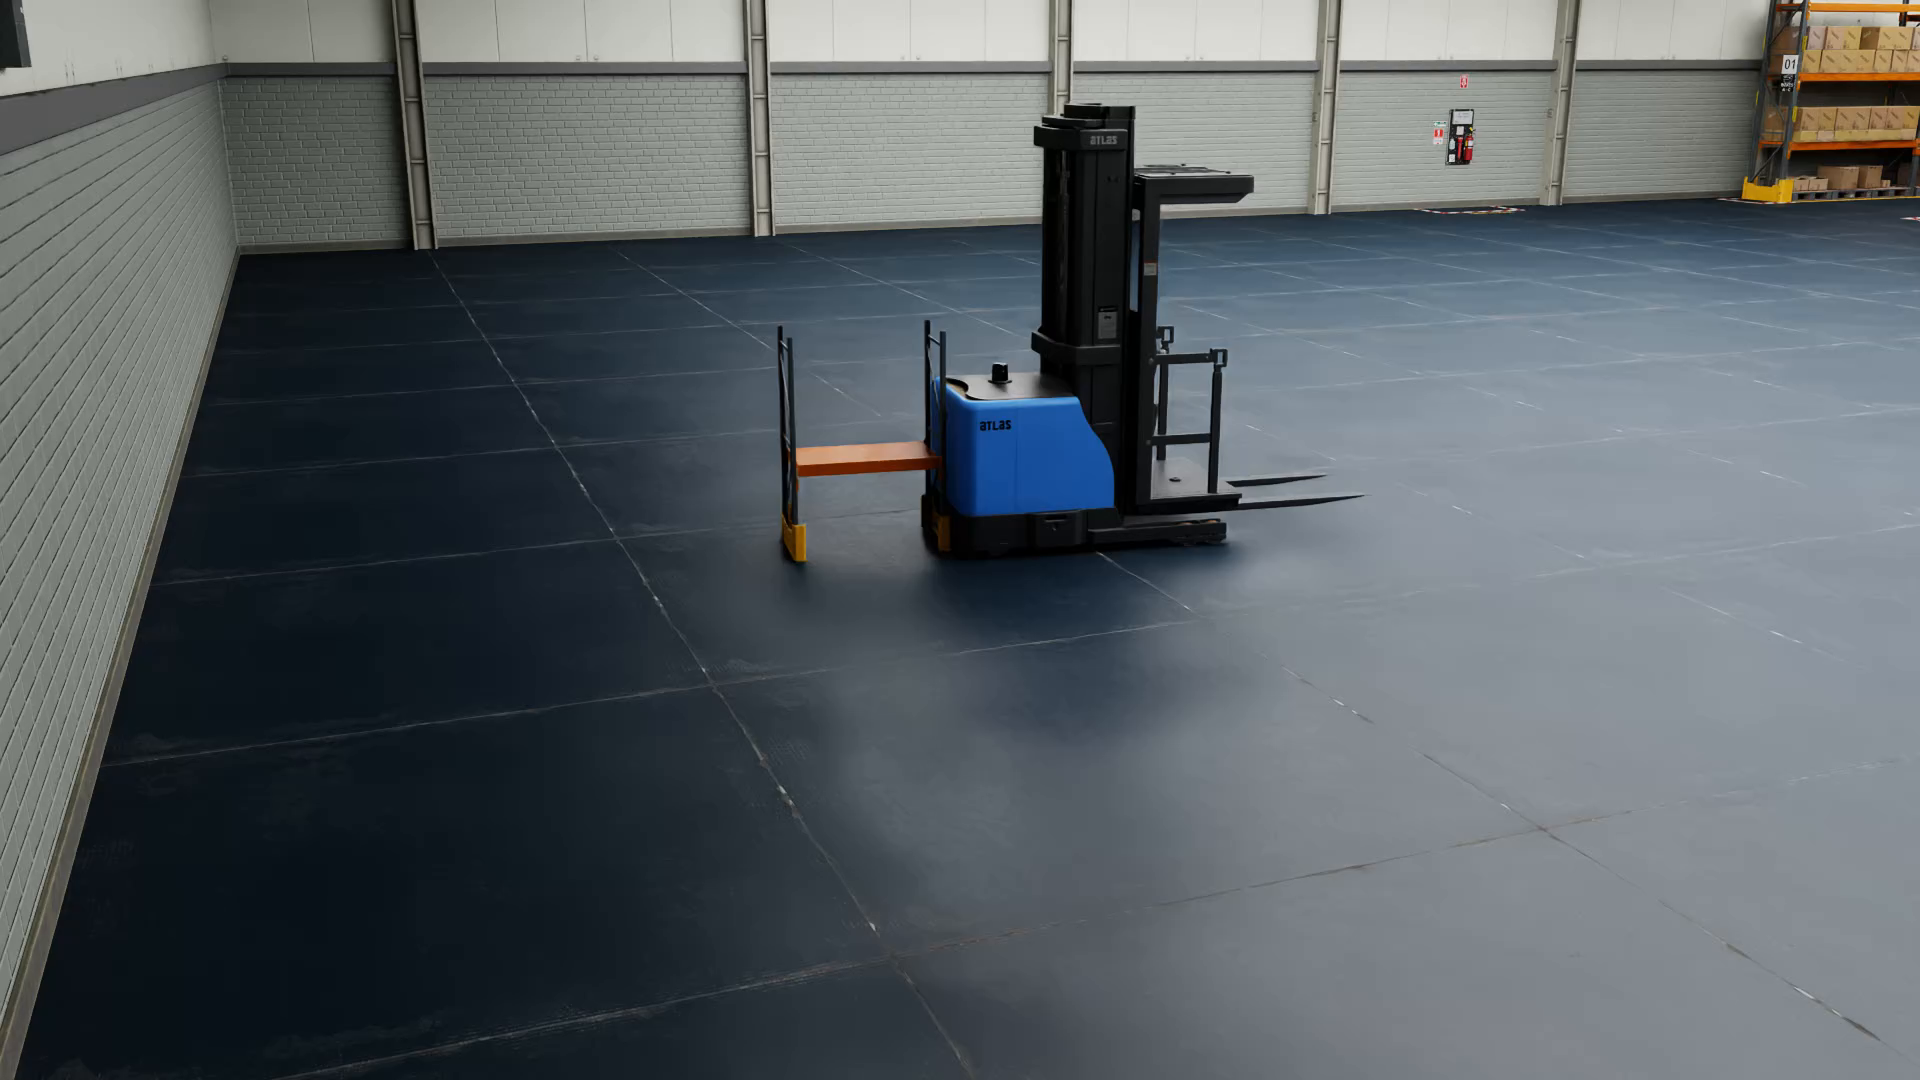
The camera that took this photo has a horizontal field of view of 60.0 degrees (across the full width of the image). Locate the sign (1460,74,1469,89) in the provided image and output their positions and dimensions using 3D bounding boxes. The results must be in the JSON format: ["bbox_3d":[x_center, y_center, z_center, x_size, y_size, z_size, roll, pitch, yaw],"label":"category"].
[{"bbox_3d":[10.786,-9.813,35.578,0.199,0.298,0.001,-6,17,-20],"label":"sign"}]

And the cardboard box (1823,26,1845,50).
[{"bbox_3d":[19.342,-11.210,37.138,0.500,0.500,0.500,-6,18,-21],"label":"cardboard box"}]

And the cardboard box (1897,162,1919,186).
[{"bbox_3d":[22.826,-8.715,39.608,0.500,0.500,0.700,-6,17,-18],"label":"cardboard box"}]

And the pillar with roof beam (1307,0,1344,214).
[{"bbox_3d":[9.088,-10.056,29.870,0.400,9.000,9.100,-6,17,-20],"label":"pillar with roof beam"}]

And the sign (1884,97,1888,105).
[{"bbox_3d":[21.942,-10.326,39.383,0.005,0.325,0.100,-6,17,-20],"label":"sign"}]

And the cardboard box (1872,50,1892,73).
[{"bbox_3d":[20.781,-10.892,37.830,0.500,0.500,0.500,-7,18,-22],"label":"cardboard box"}]

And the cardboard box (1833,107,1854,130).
[{"bbox_3d":[19.912,-9.586,37.817,0.500,0.500,0.500,-7,18,-22],"label":"cardboard box"}]

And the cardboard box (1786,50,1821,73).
[{"bbox_3d":[18.811,-10.686,37.128,0.500,0.500,0.500,-6,17,-19],"label":"cardboard box"}]

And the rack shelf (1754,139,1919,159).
[{"bbox_3d":[20.277,-9.078,38.465,4.000,0.370,1.077,-6,17,-20],"label":"rack shelf"}]

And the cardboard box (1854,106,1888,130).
[{"bbox_3d":[20.875,-9.694,38.184,0.500,0.500,0.500,-7,18,-22],"label":"cardboard box"}]

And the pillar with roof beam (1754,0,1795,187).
[{"bbox_3d":[20.294,-11.266,33.990,0.400,9.000,9.100,-6,17,-20],"label":"pillar with roof beam"}]

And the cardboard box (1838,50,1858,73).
[{"bbox_3d":[19.809,-10.785,37.463,0.500,0.500,0.500,-5,17,-18],"label":"cardboard box"}]

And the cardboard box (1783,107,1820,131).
[{"bbox_3d":[18.963,-9.488,37.484,0.500,0.500,0.500,-6,17,-20],"label":"cardboard box"}]

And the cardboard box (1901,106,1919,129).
[{"bbox_3d":[21.814,-9.793,38.524,0.500,0.500,0.500,-6,17,-20],"label":"cardboard box"}]

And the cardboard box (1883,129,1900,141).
[{"bbox_3d":[21.342,-9.387,38.471,0.500,0.250,0.500,-6,17,-20],"label":"cardboard box"}]

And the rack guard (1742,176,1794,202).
[{"bbox_3d":[18.480,-8.030,38.056,0.348,0.500,1.175,-6,17,-20],"label":"rack guard"}]

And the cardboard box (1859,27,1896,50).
[{"bbox_3d":[20.782,-11.366,37.669,0.500,0.500,0.500,-7,18,-22],"label":"cardboard box"}]

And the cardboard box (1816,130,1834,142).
[{"bbox_3d":[19.458,-9.181,37.770,0.500,0.250,0.500,-7,18,-22],"label":"cardboard box"}]

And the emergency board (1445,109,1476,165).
[{"bbox_3d":[10.829,-8.676,35.818,0.643,1.169,0.194,-6,17,-20],"label":"emergency board"}]

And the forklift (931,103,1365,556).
[{"bbox_3d":[1.355,-1.502,11.511,3.031,2.935,1.130,-4,17,-13],"label":"forklift"}]

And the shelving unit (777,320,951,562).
[{"bbox_3d":[-0.653,-0.689,11.282,1.083,1.500,0.587,-4,17,-13],"label":"shelving unit"}]

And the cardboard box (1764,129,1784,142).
[{"bbox_3d":[18.776,-9.257,38.030,0.500,0.250,0.500,-6,17,-19],"label":"cardboard box"}]

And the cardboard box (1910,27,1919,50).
[{"bbox_3d":[21.774,-11.480,38.055,0.500,0.500,0.500,-8,18,-25],"label":"cardboard box"}]

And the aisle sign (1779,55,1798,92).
[{"bbox_3d":[18.449,-10.383,37.017,0.004,0.787,0.394,-6,17,-20],"label":"aisle sign"}]

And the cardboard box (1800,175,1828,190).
[{"bbox_3d":[19.620,-8.246,38.347,0.500,0.311,0.500,-5,17,-15],"label":"cardboard box"}]

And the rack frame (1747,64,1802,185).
[{"bbox_3d":[18.409,-9.222,37.677,0.127,3.000,1.000,-6,17,-20],"label":"rack frame"}]

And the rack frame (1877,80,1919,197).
[{"bbox_3d":[22.144,-9.625,39.051,0.127,3.000,1.000,-6,17,-20],"label":"rack frame"}]

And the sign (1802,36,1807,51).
[{"bbox_3d":[18.604,-10.937,36.645,0.005,0.325,0.100,-6,17,-20],"label":"sign"}]

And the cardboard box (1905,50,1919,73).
[{"bbox_3d":[21.759,-11.006,38.215,0.500,0.500,0.500,-6,17,-19],"label":"cardboard box"}]

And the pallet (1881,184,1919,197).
[{"bbox_3d":[22.871,-8.366,39.712,1.213,0.211,1.003,-6,17,-20],"label":"pallet"}]

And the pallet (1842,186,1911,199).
[{"bbox_3d":[21.530,-8.210,39.181,1.213,0.211,1.003,-6,17,-20],"label":"pallet"}]

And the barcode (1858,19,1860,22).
[{"bbox_3d":[20.693,-11.949,38.268,0.075,0.075,0.001,-6,17,-20],"label":"barcode"}]

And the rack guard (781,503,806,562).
[{"bbox_3d":[-1.136,-0.055,11.342,0.087,0.250,0.587,-4,17,-13],"label":"rack guard"}]

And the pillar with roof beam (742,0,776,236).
[{"bbox_3d":[-2.117,-8.846,25.750,0.400,9.000,9.100,-6,17,-20],"label":"pillar with roof beam"}]

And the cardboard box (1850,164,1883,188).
[{"bbox_3d":[21.190,-8.521,38.949,0.500,0.500,0.500,-8,18,-24],"label":"cardboard box"}]

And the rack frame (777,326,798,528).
[{"bbox_3d":[-1.155,-0.653,11.162,0.032,1.500,0.500,-4,17,-13],"label":"rack frame"}]

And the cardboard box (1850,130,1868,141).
[{"bbox_3d":[20.409,-9.281,38.111,0.500,0.250,0.500,-6,17,-20],"label":"cardboard box"}]

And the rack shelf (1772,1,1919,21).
[{"bbox_3d":[20.277,-11.955,37.620,4.000,0.370,1.077,-6,17,-20],"label":"rack shelf"}]

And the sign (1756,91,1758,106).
[{"bbox_3d":[18.229,-10.077,37.974,0.005,0.325,0.100,-6,17,-20],"label":"sign"}]
